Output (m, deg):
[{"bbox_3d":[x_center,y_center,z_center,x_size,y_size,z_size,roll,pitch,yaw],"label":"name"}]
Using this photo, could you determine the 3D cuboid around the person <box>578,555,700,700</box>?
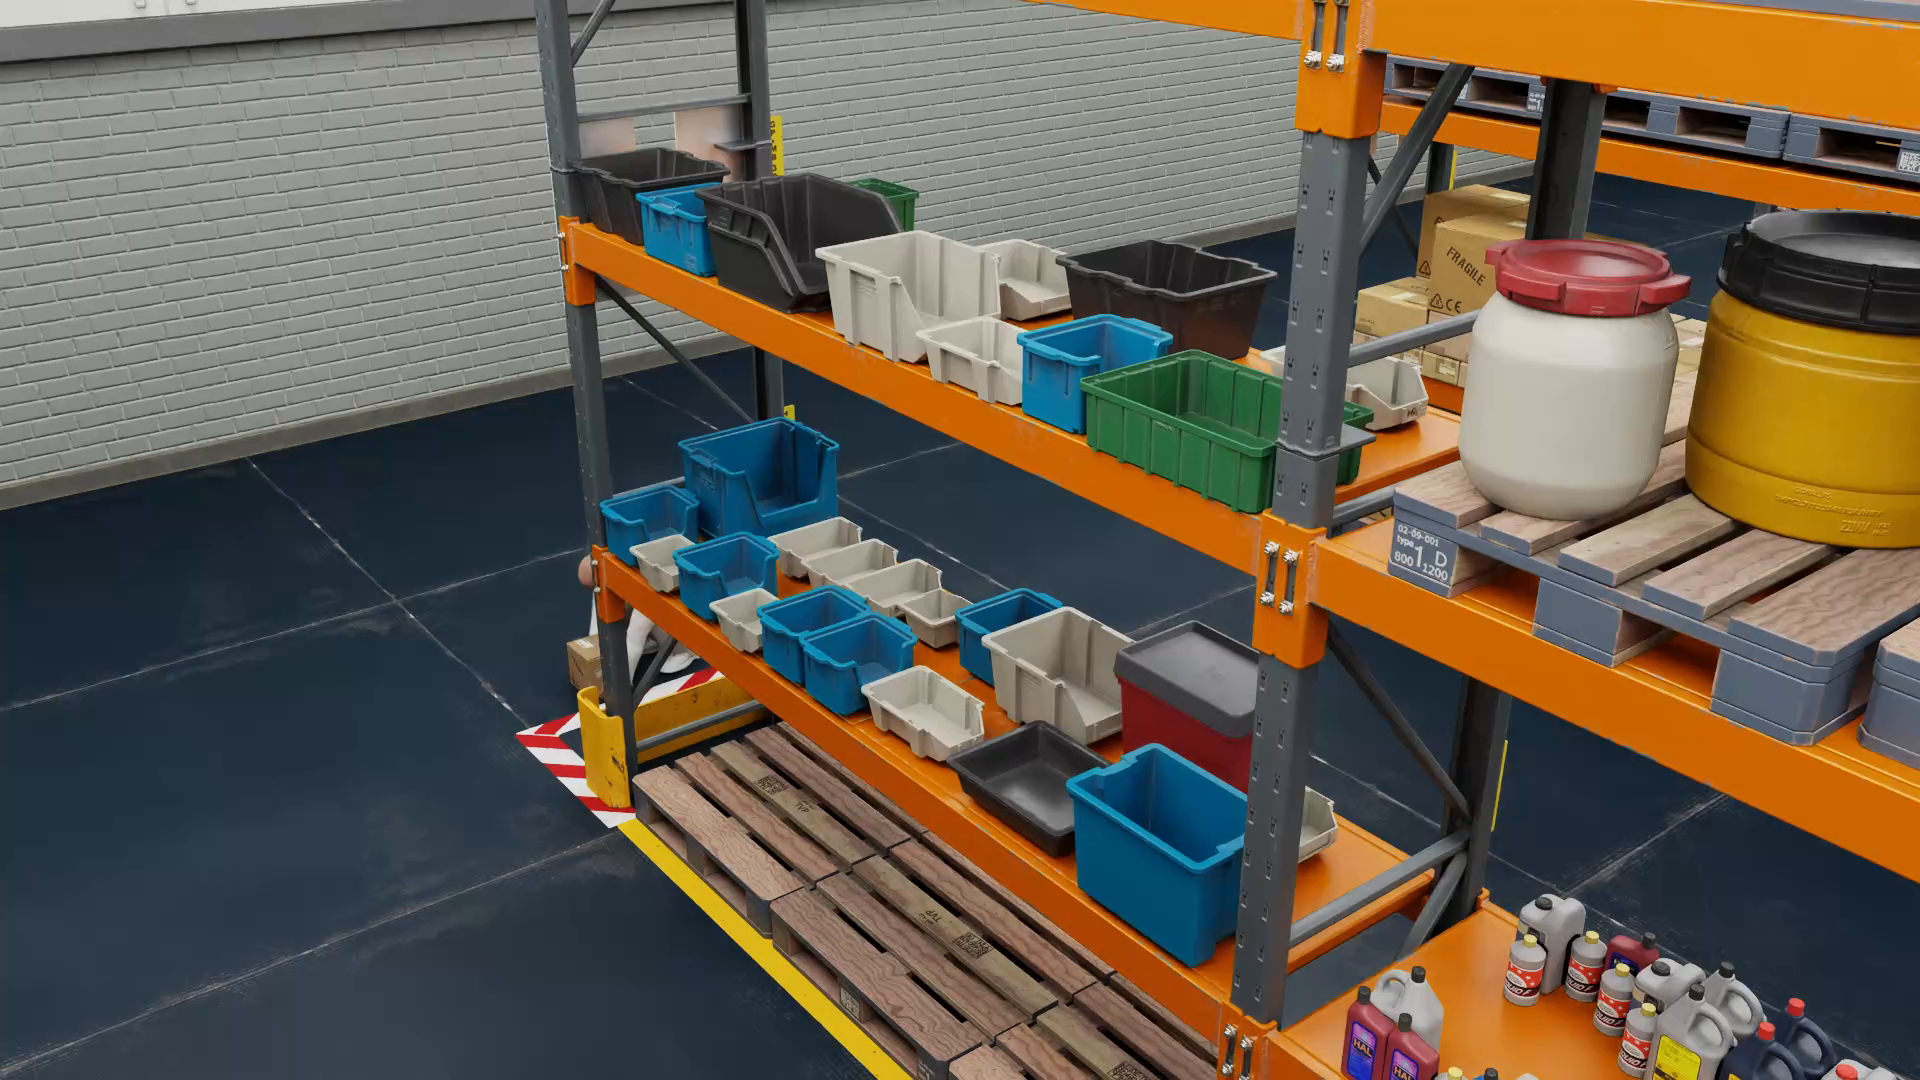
[{"bbox_3d":[-1.708,0.367,9.110,0.931,0.890,0.582,-22,32,-40],"label":"person"}]
